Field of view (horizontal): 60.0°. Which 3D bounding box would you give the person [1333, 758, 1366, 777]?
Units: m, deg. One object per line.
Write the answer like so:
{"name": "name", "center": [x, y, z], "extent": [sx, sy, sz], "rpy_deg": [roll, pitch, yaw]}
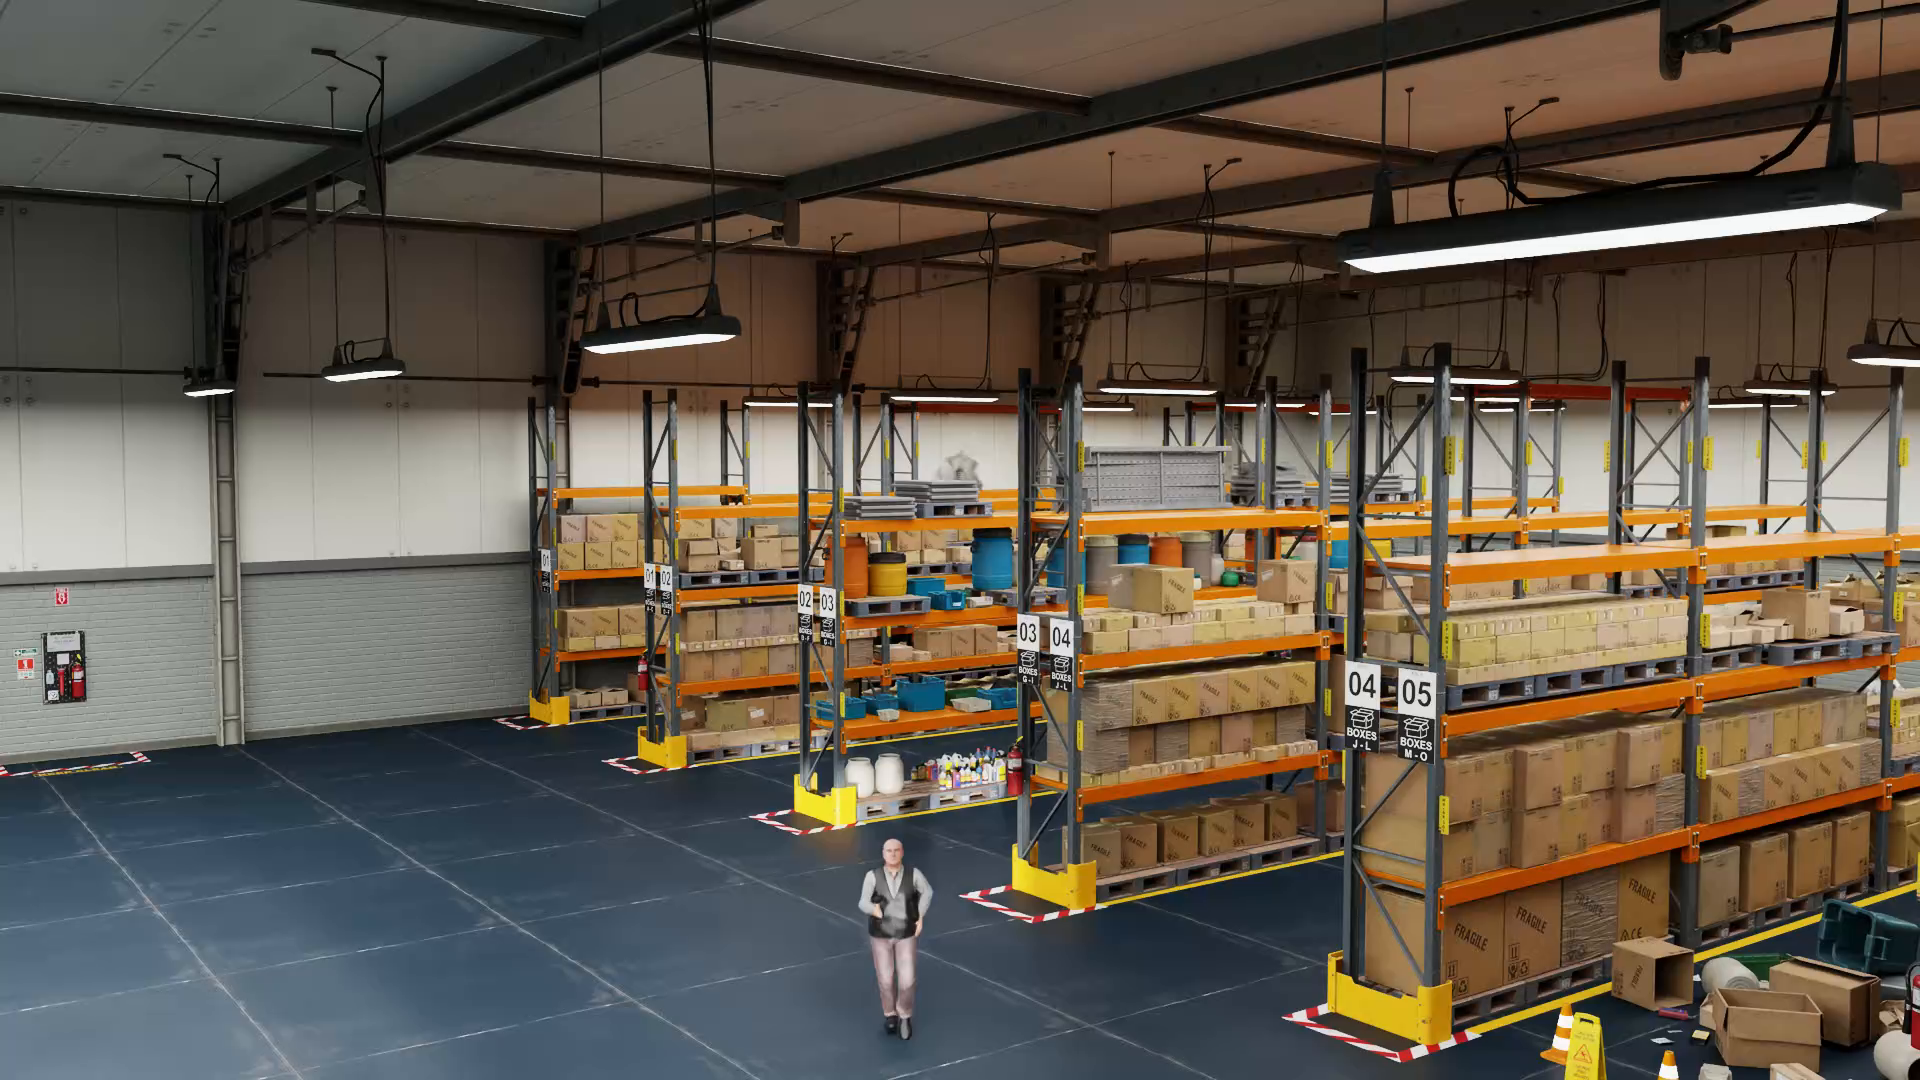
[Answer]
{"name": "person", "center": [5.737, 2.876, 24.429], "extent": [0.546, 1.758, 0.770], "rpy_deg": [3, 4, 41]}

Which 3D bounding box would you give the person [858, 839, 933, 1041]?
{"name": "person", "center": [-0.562, 3.464, 14.379], "extent": [0.640, 1.738, 0.669], "rpy_deg": [0, 3, 1]}

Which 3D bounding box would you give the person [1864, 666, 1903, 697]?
{"name": "person", "center": [14.842, 2.774, 26.656], "extent": [0.664, 1.609, 0.514], "rpy_deg": [1, 4, 19]}
